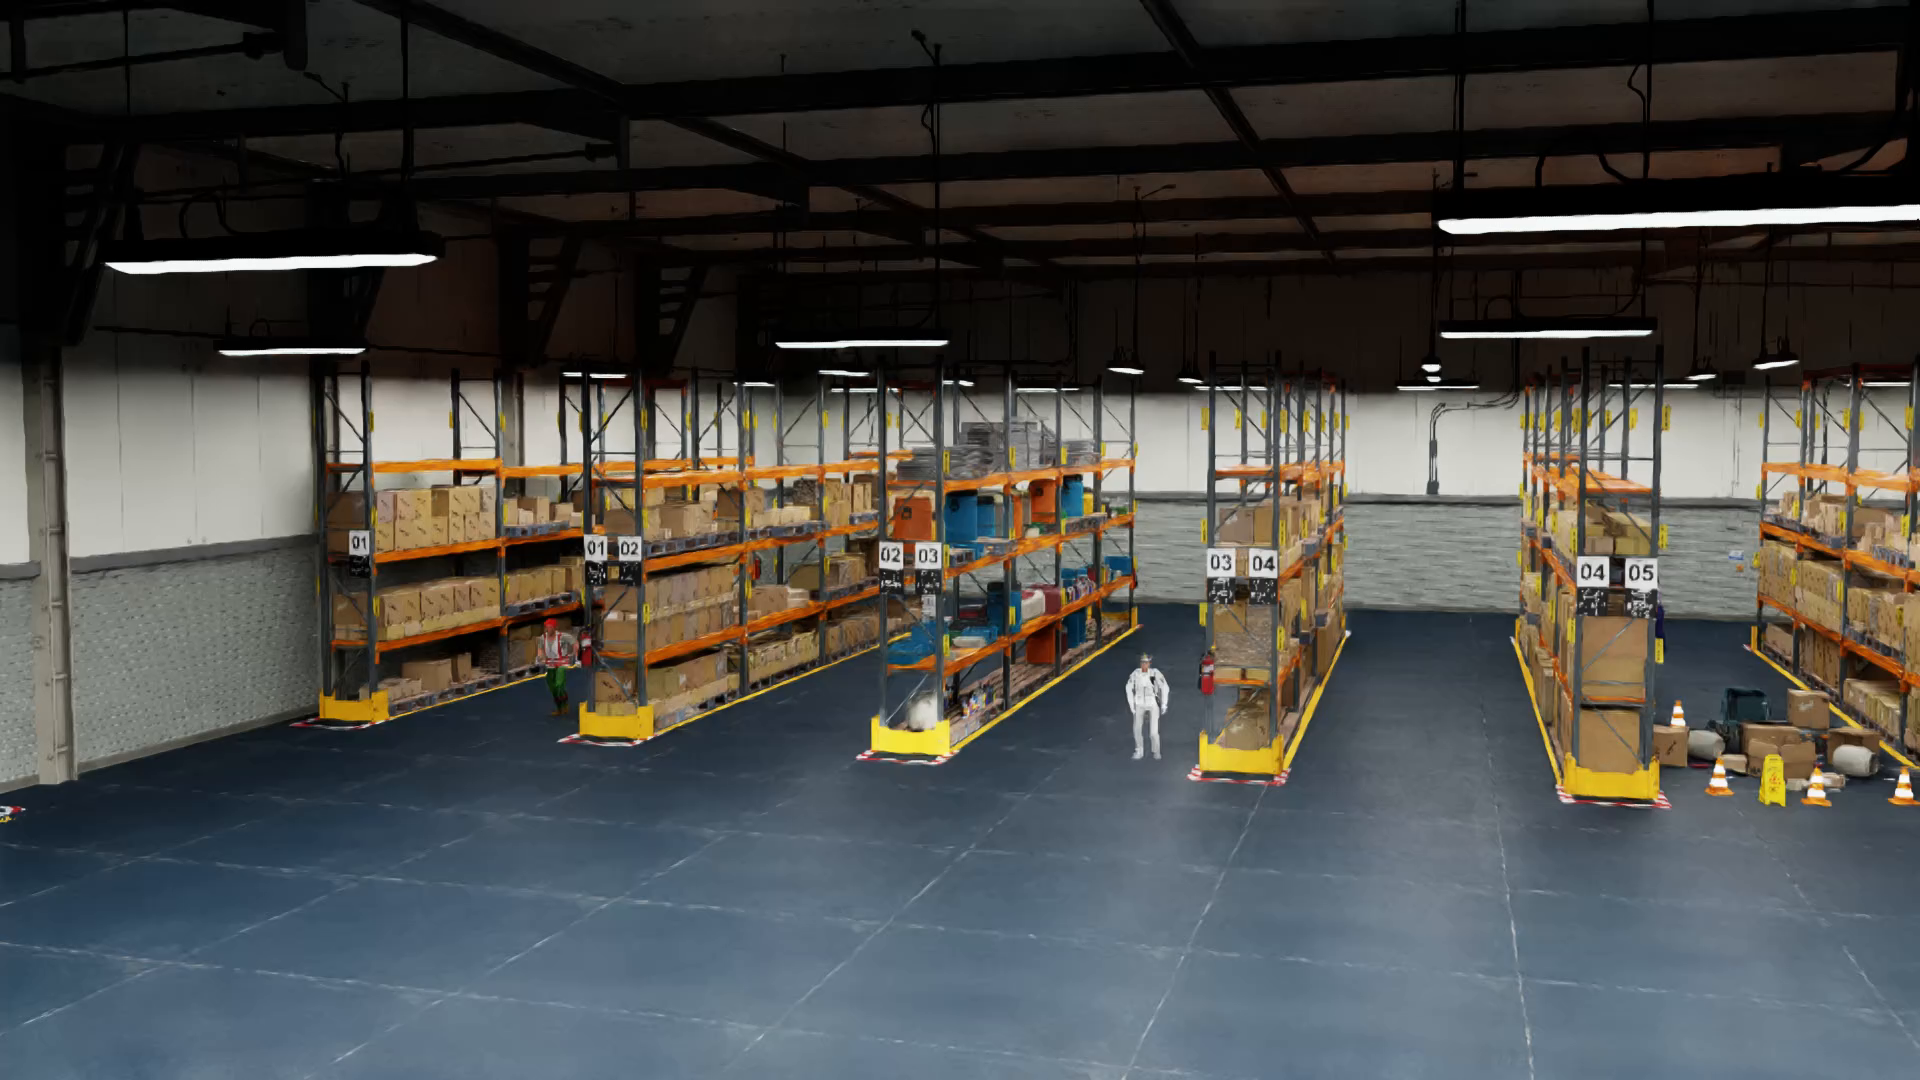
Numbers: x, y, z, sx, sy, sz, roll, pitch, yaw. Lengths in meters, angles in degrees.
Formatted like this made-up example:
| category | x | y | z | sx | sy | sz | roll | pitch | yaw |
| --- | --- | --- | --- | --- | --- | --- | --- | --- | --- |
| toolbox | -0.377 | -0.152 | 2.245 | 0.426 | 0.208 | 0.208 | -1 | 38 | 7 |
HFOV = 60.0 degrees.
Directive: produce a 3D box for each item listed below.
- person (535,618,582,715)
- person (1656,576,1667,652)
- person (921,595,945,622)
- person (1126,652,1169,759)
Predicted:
| category | x | y | z | sx | sy | sz | roll | pitch | yaw |
| --- | --- | --- | --- | --- | --- | --- | --- | --- | --- |
| person | -6.819 | 2.149 | 28.118 | 0.688 | 1.712 | 0.782 | 2 | 4 | 21 |
| person | 15.086 | 1.588 | 36.133 | 0.565 | 1.637 | 0.637 | 2 | 5 | 29 |
| person | -0.606 | 1.582 | 35.913 | 0.589 | 1.716 | 1.032 | 1 | 4 | 15 |
| person | 2.762 | 2.442 | 24.581 | 0.634 | 1.629 | 0.512 | 2 | 4 | 20 |
